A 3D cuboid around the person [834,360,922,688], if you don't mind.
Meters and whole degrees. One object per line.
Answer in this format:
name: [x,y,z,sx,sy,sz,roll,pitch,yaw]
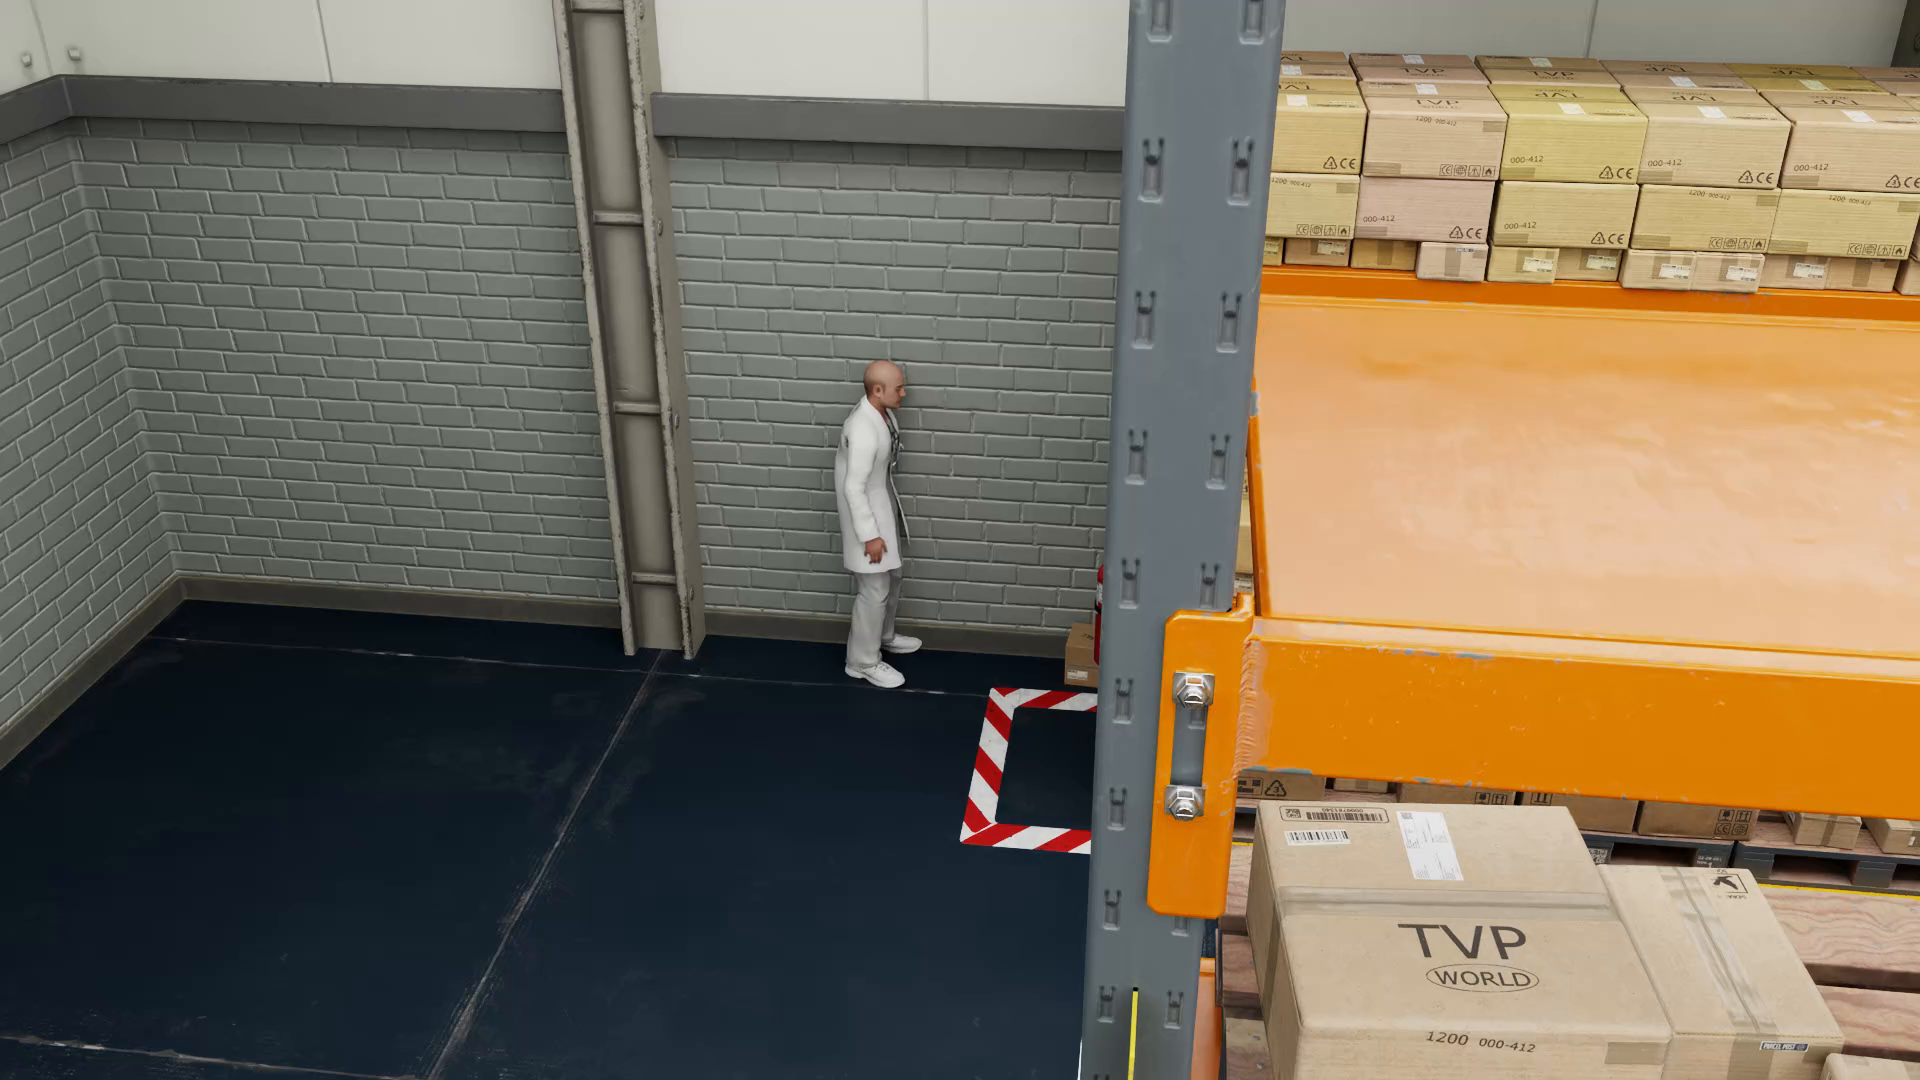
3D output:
person: [-0.445,-0.121,8.866,0.416,1.774,0.656,6,29,10]
